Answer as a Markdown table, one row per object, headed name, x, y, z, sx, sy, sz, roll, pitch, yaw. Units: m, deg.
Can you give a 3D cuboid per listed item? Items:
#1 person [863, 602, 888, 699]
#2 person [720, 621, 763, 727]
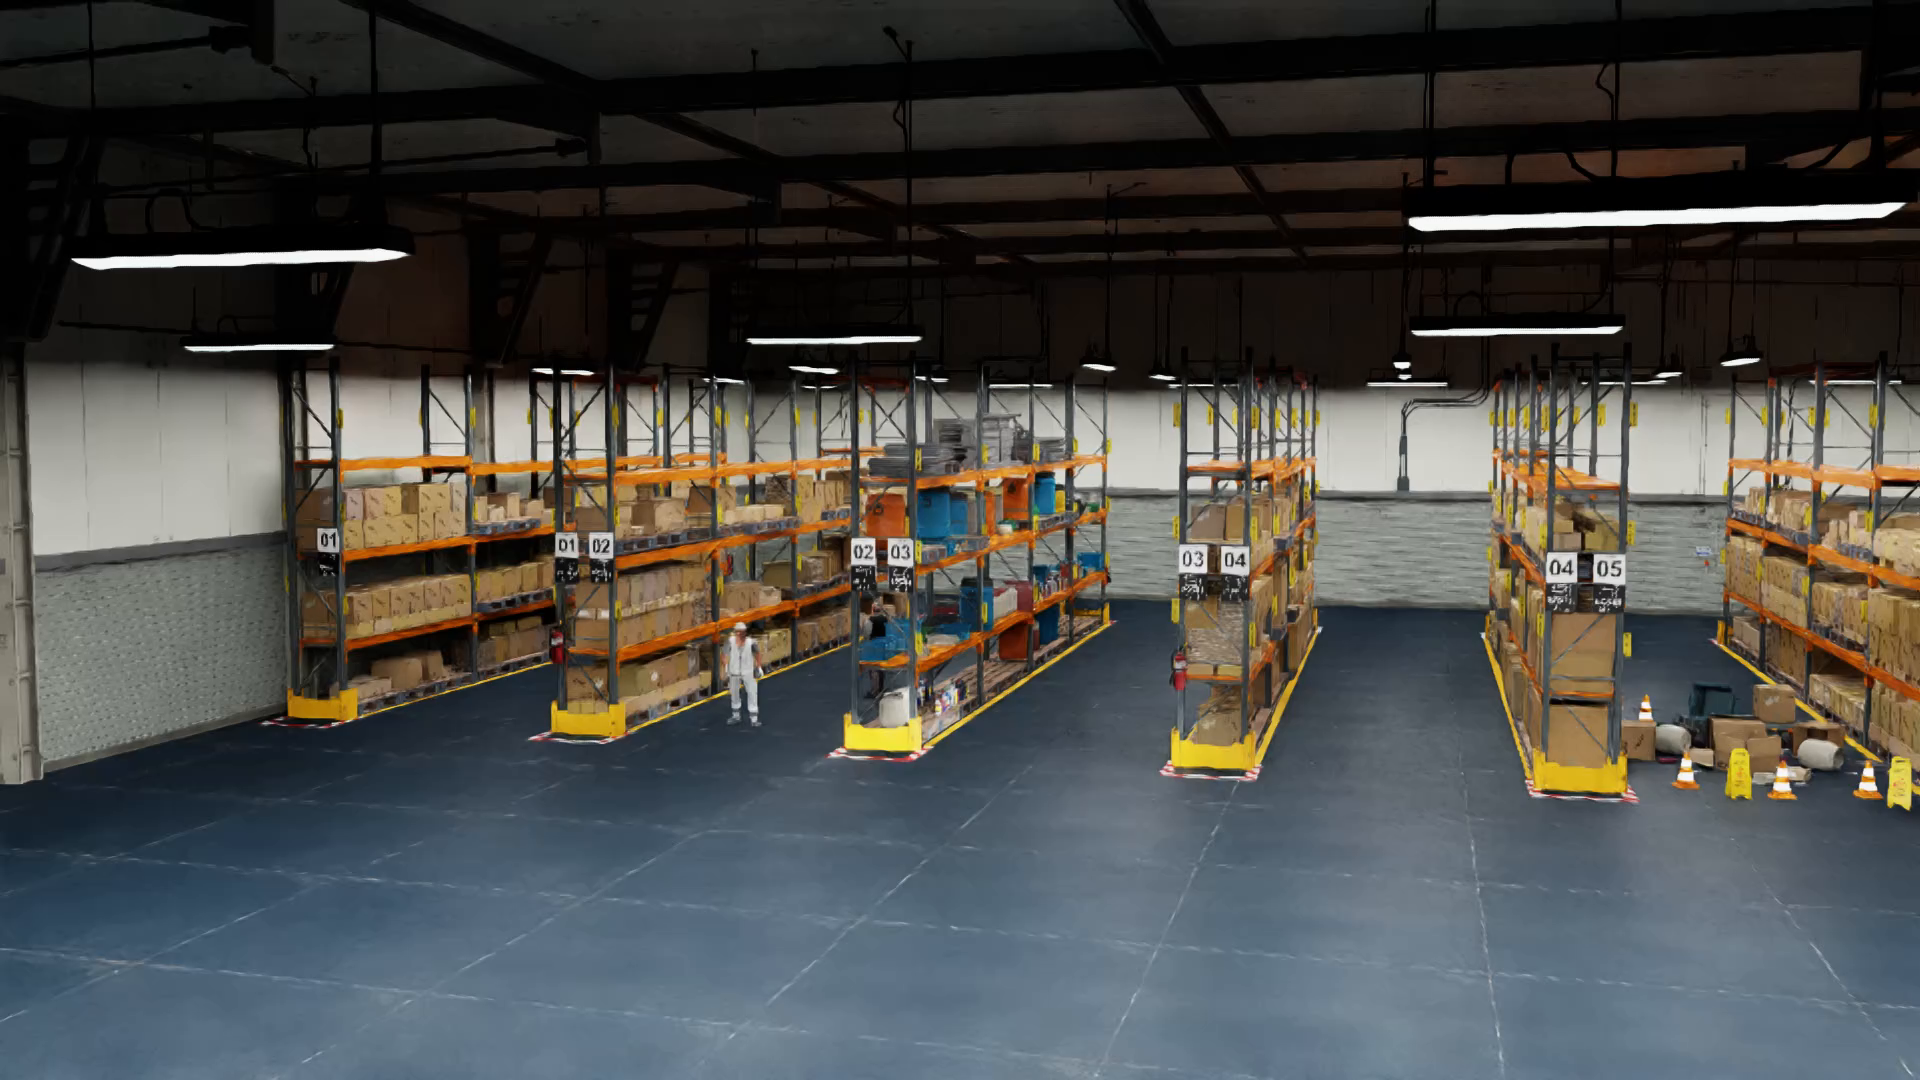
| name | x | y | z | sx | sy | sz | roll | pitch | yaw |
| --- | --- | --- | --- | --- | --- | --- | --- | --- | --- |
| person | -1.533 | 1.996 | 29.682 | 0.493 | 1.635 | 0.577 | 4 | 6 | 44 |
| person | -3.528 | 2.154 | 26.971 | 0.686 | 1.716 | 0.835 | 0 | 4 | 0 |
